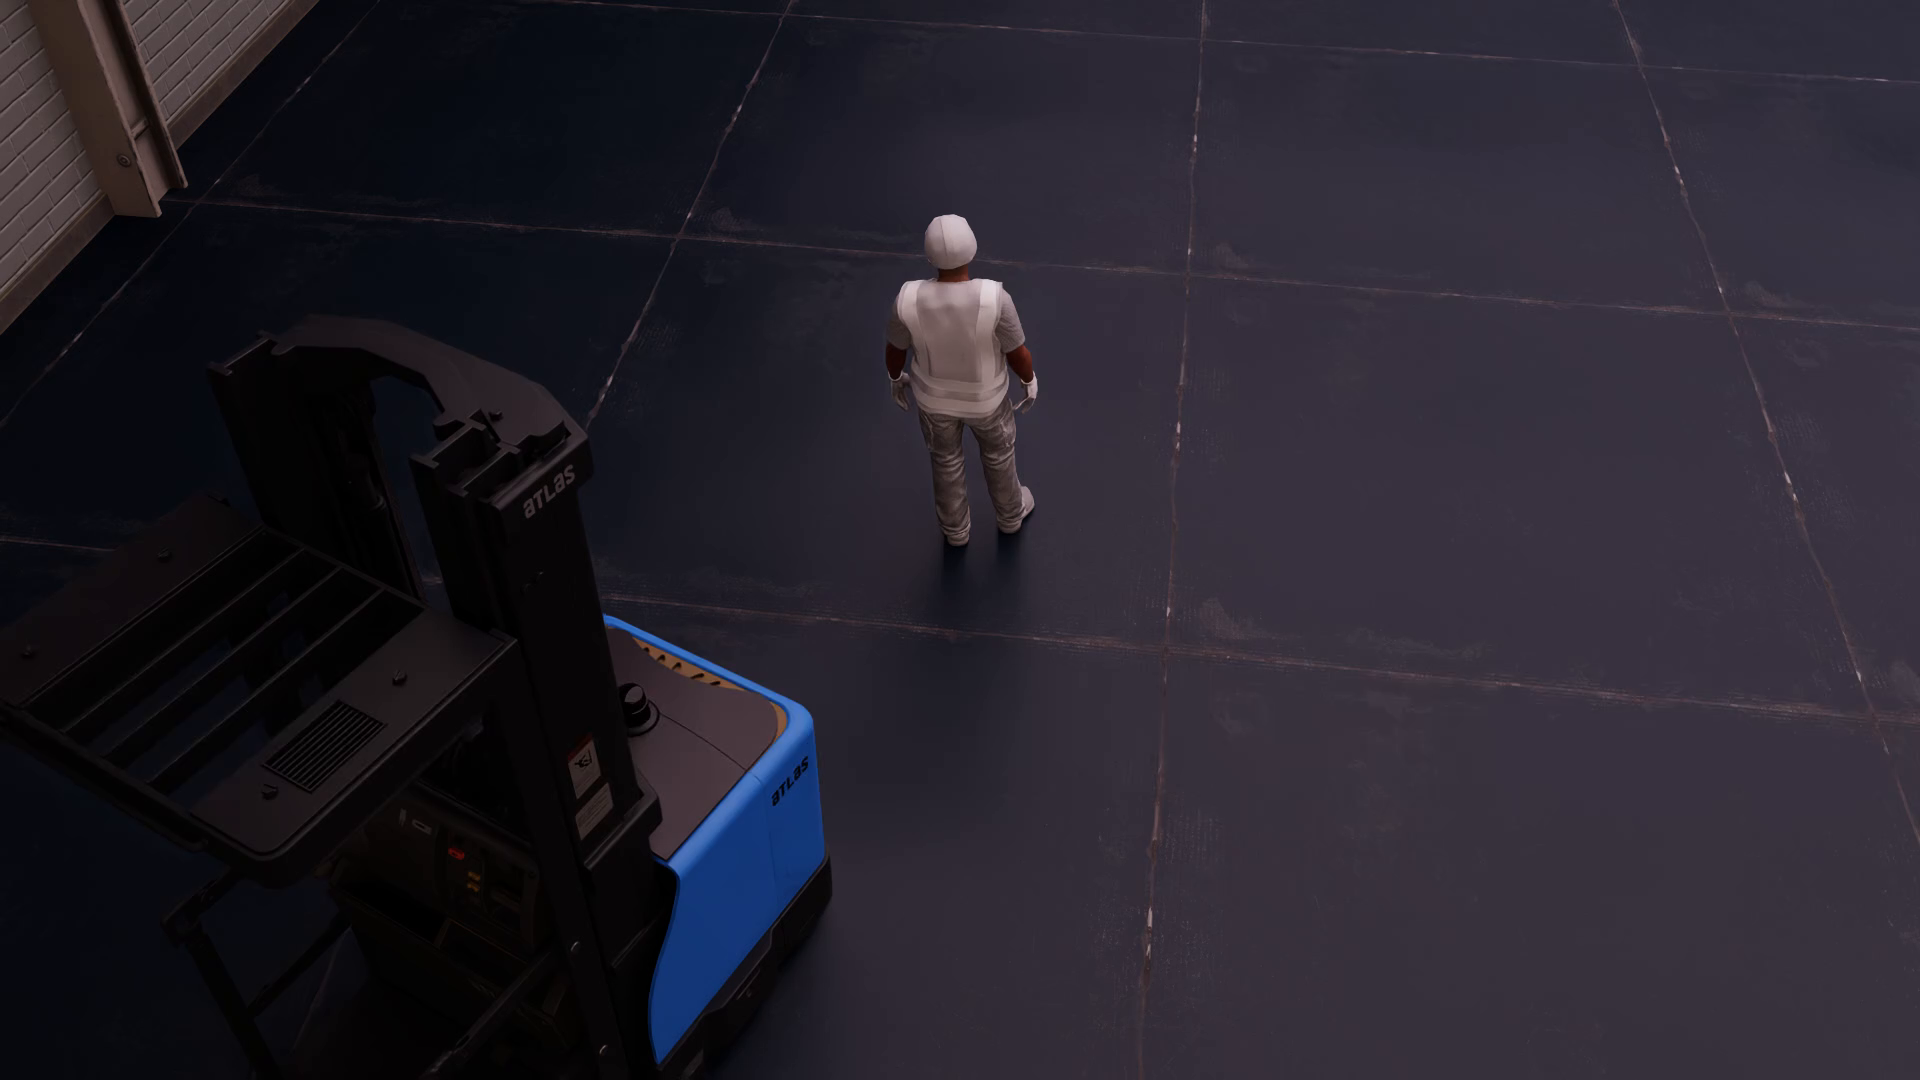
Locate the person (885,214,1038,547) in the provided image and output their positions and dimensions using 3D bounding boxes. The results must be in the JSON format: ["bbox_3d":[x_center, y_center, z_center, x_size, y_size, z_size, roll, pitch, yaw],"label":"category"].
[{"bbox_3d":[0.018,-0.710,7.335,0.657,1.785,0.575,5,43,6],"label":"person"}]

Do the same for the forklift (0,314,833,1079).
[{"bbox_3d":[-1.674,0.982,4.656,1.130,2.935,3.031,22,47,22],"label":"forklift"}]
